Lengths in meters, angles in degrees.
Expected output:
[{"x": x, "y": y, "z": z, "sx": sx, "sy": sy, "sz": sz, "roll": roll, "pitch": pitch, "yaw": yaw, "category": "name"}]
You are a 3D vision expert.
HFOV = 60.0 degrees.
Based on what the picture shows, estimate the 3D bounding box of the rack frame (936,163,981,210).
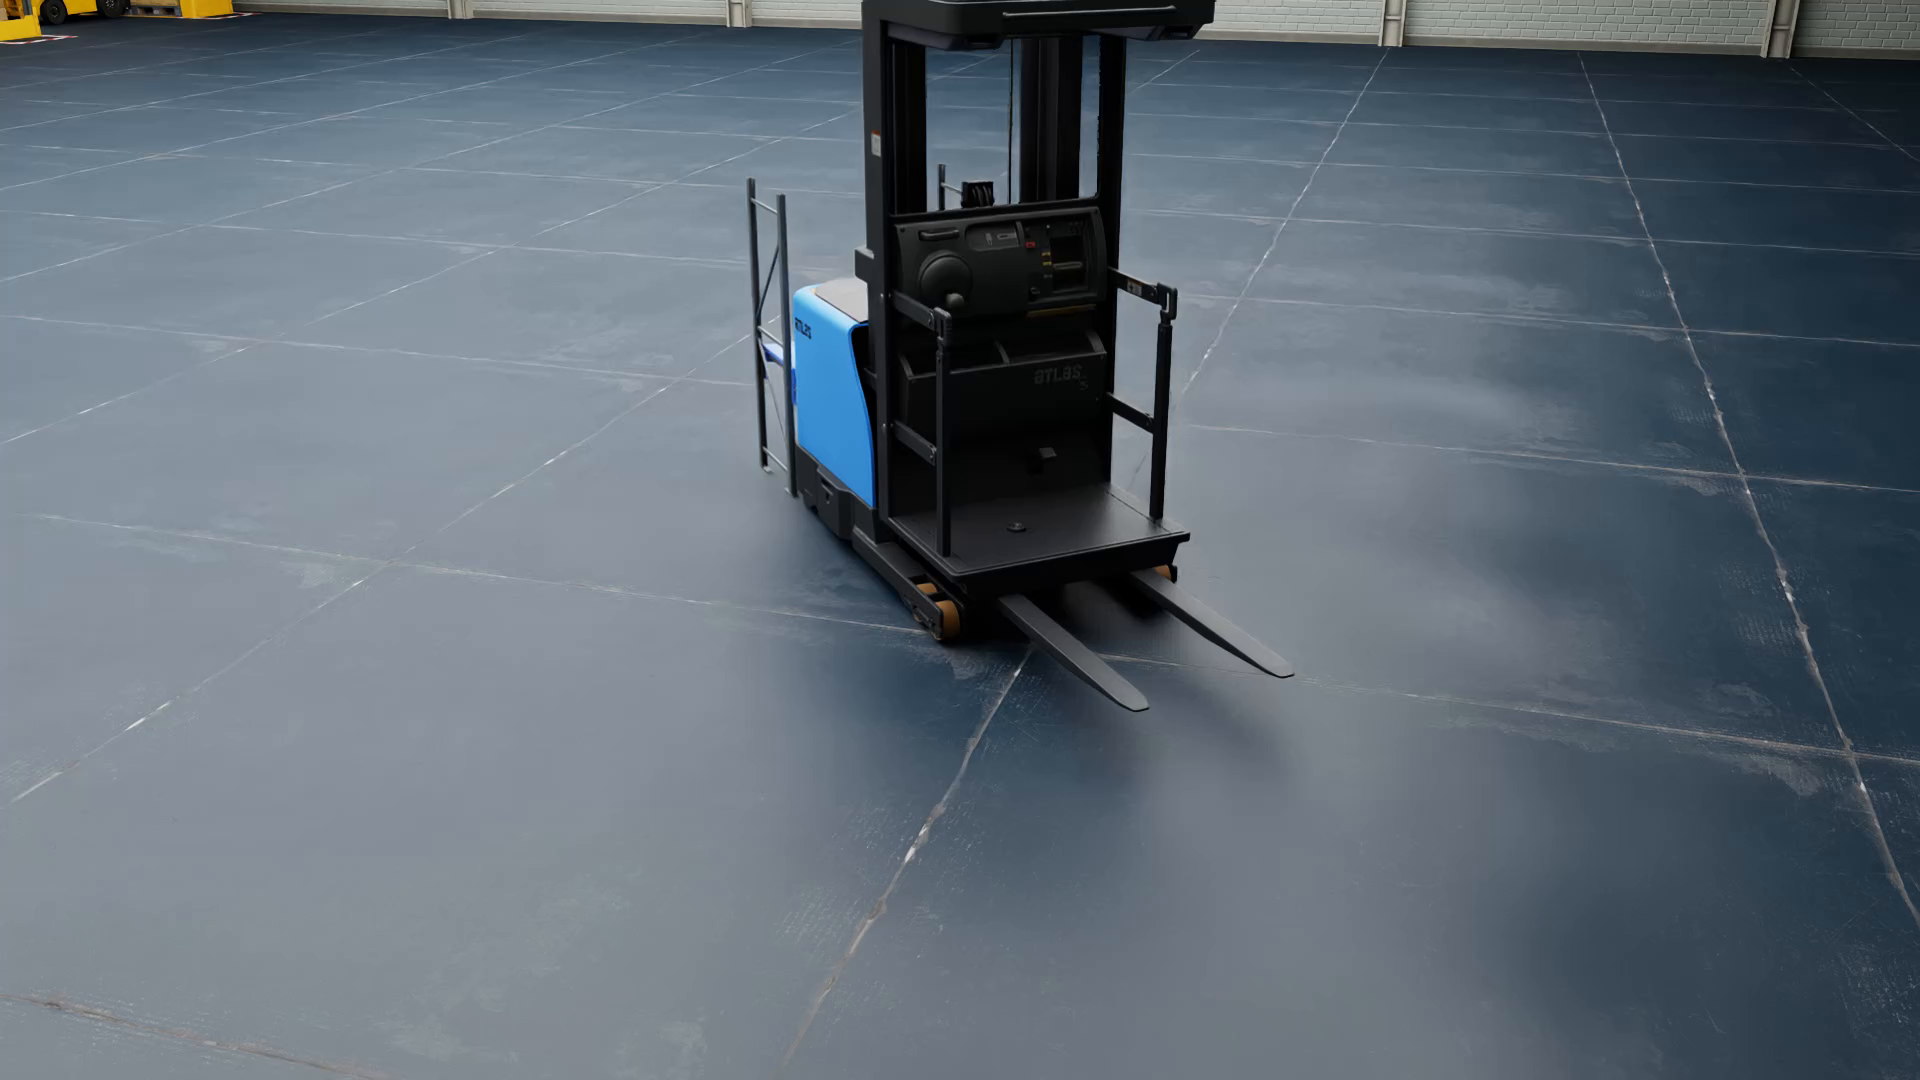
[{"x": -0.007, "y": -1.159, "z": 8.618, "sx": 0.032, "sy": 1.500, "sz": 0.500, "roll": -10, "pitch": 24, "yaw": -23, "category": "rack frame"}]

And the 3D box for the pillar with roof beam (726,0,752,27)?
[{"x": -5.413, "y": -12.321, "z": 25.950, "sx": 0.400, "sy": 9.000, "sz": 9.100, "roll": 7, "pitch": 23, "yaw": 16, "category": "pillar with roof beam"}]

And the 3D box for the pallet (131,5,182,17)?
[{"x": -15.995, "y": -10.800, "z": 33.821, "sx": 1.213, "sy": 0.211, "sz": 1.003, "roll": 7, "pitch": 23, "yaw": 16, "category": "pallet"}]

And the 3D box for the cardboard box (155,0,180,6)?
[{"x": -15.792, "y": -10.880, "z": 33.412, "sx": 0.500, "sy": 0.250, "sz": 0.500, "roll": 7, "pitch": 23, "yaw": 16, "category": "cardboard box"}]

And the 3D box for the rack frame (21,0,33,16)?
[{"x": -16.681, "y": -10.218, "z": 28.727, "sx": 0.127, "sy": 3.000, "sz": 1.000, "roll": 7, "pitch": 23, "yaw": 16, "category": "rack frame"}]

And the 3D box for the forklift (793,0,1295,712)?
[{"x": 0.272, "y": -1.133, "z": 6.670, "sx": 1.130, "sy": 2.935, "sz": 3.031, "roll": -10, "pitch": 24, "yaw": -23, "category": "forklift"}]

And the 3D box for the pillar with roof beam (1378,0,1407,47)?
[{"x": 6.076, "y": -11.006, "z": 22.743, "sx": 0.400, "sy": 9.000, "sz": 9.100, "roll": 7, "pitch": 23, "yaw": 16, "category": "pillar with roof beam"}]

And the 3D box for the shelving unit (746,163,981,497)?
[{"x": -0.469, "y": -1.078, "z": 8.422, "sx": 1.048, "sy": 1.500, "sz": 0.538, "roll": -10, "pitch": 24, "yaw": -23, "category": "shelving unit"}]

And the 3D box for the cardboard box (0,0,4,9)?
[{"x": -17.397, "y": -9.678, "z": 29.493, "sx": 0.500, "sy": 0.500, "sz": 0.500, "roll": 6, "pitch": 23, "yaw": 14, "category": "cardboard box"}]

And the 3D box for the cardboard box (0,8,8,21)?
[{"x": -17.374, "y": -9.329, "z": 29.629, "sx": 0.500, "sy": 0.250, "sz": 0.500, "roll": 6, "pitch": 23, "yaw": 15, "category": "cardboard box"}]

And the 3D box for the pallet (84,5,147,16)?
[{"x": -17.160, "y": -10.934, "z": 34.149, "sx": 1.213, "sy": 0.211, "sz": 1.003, "roll": 7, "pitch": 23, "yaw": 15, "category": "pallet"}]

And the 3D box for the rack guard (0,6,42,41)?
[{"x": -16.754, "y": -9.069, "z": 29.221, "sx": 0.348, "sy": 0.500, "sz": 1.175, "roll": 7, "pitch": 23, "yaw": 16, "category": "rack guard"}]

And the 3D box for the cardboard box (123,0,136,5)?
[{"x": -16.742, "y": -10.996, "z": 33.695, "sx": 0.500, "sy": 0.250, "sz": 0.500, "roll": 7, "pitch": 23, "yaw": 16, "category": "cardboard box"}]

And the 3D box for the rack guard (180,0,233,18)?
[{"x": -15.228, "y": -10.862, "z": 33.592, "sx": 0.348, "sy": 0.500, "sz": 1.175, "roll": 7, "pitch": 23, "yaw": 16, "category": "rack guard"}]

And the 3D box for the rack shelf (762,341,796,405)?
[{"x": -0.469, "y": -0.912, "z": 8.490, "sx": 1.000, "sy": 0.185, "sz": 0.538, "roll": -10, "pitch": 24, "yaw": -23, "category": "rack shelf"}]

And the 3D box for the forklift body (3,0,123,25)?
[{"x": -17.594, "y": -11.174, "z": 32.176, "sx": 1.214, "sy": 2.155, "sz": 2.313, "roll": 7, "pitch": 23, "yaw": 16, "category": "forklift body"}]

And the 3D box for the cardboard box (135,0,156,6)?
[{"x": -16.266, "y": -10.938, "z": 33.554, "sx": 0.500, "sy": 0.250, "sz": 0.500, "roll": 7, "pitch": 23, "yaw": 15, "category": "cardboard box"}]

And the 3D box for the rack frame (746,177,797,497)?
[{"x": -0.931, "y": -0.998, "z": 8.226, "sx": 0.032, "sy": 1.500, "sz": 0.500, "roll": -10, "pitch": 24, "yaw": -23, "category": "rack frame"}]

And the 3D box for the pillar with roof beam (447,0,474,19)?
[{"x": -11.157, "y": -12.979, "z": 27.554, "sx": 0.400, "sy": 9.000, "sz": 9.100, "roll": 7, "pitch": 23, "yaw": 16, "category": "pillar with roof beam"}]

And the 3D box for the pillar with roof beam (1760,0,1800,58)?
[{"x": 11.820, "y": -10.348, "z": 21.140, "sx": 0.400, "sy": 9.000, "sz": 9.100, "roll": 7, "pitch": 23, "yaw": 16, "category": "pillar with roof beam"}]
